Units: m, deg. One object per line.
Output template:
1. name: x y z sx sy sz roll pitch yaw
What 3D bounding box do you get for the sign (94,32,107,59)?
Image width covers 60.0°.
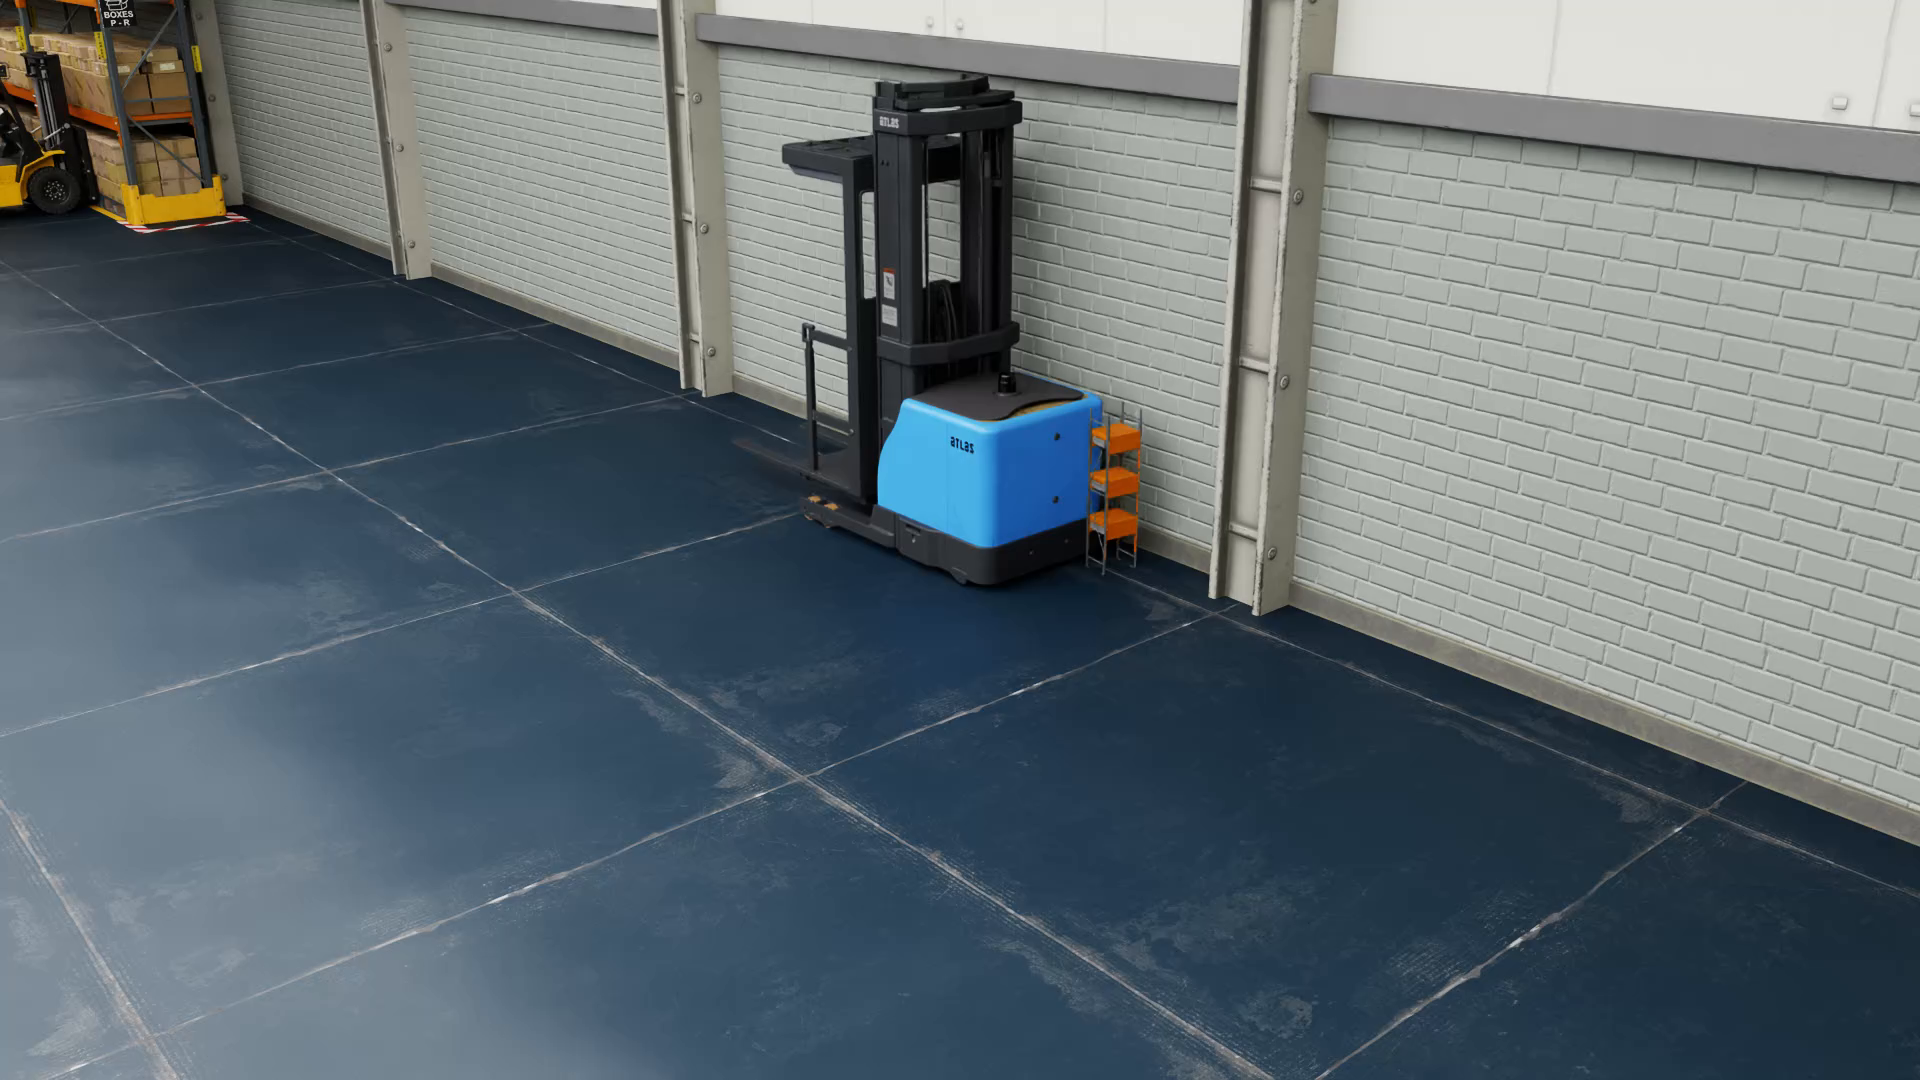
1. sign: -10.646 -6.126 20.600 0.100 0.325 0.005 -17 27 -37

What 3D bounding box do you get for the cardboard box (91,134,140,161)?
1. cardboard box: -11.100 -5.176 21.909 0.500 0.250 0.500 -17 27 -36

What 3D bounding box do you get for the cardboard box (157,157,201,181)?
1. cardboard box: -10.375 -4.930 21.966 0.500 0.250 0.500 -17 27 -36

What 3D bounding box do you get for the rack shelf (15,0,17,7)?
1. rack shelf: -14.142 -8.322 24.991 1.077 0.370 4.000 -17 27 -37

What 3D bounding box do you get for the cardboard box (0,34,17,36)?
1. cardboard box: -14.369 -7.600 25.249 0.380 0.149 0.250 -17 27 -37

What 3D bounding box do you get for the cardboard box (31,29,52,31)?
1. cardboard box: -14.491 -7.936 26.108 0.380 0.149 0.250 -18 28 -38

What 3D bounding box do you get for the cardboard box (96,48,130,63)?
1. cardboard box: -10.804 -6.199 21.263 0.380 0.149 0.250 -17 27 -37

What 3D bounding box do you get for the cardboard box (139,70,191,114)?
1. cardboard box: -10.339 -5.852 21.675 0.500 0.500 0.500 -16 27 -36

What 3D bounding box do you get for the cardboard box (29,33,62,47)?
1. cardboard box: -12.853 -7.036 23.400 0.380 0.149 0.250 -17 27 -36

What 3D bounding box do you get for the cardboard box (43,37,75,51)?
1. cardboard box: -12.351 -6.821 22.852 0.380 0.149 0.250 -17 27 -36

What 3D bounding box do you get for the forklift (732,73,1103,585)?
1. forklift: -0.440 -1.550 10.923 1.130 2.935 3.031 -18 27 -38

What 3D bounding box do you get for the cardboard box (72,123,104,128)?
1. cardboard box: -12.099 -5.601 22.996 0.500 0.250 0.500 -16 27 -36

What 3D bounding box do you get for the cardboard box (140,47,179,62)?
1. cardboard box: -10.283 -6.233 21.351 0.380 0.149 0.250 -18 28 -38

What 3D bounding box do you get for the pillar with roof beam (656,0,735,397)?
1. pillar with roof beam: -5.426 -4.462 10.038 9.100 9.000 0.400 -17 27 -37

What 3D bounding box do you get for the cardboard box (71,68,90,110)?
1. cardboard box: -11.412 -6.009 22.077 0.500 0.500 0.500 -18 28 -38

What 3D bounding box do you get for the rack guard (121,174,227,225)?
1. rack guard: -10.210 -4.432 21.614 1.175 0.500 0.348 -17 27 -37

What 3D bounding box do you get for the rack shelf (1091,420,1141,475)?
1. rack shelf: 0.954 -0.571 10.252 0.240 0.259 0.215 -13 25 -29

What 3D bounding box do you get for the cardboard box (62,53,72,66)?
1. cardboard box: -11.834 -6.473 22.372 0.380 0.149 0.250 -18 28 -38

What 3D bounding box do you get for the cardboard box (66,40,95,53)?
1. cardboard box: -11.776 -6.634 22.375 0.380 0.149 0.250 -17 27 -37

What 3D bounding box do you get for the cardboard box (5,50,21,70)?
1. cardboard box: -13.692 -7.086 24.482 0.500 0.250 0.500 -18 28 -39

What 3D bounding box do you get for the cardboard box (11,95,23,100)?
1. cardboard box: -15.552 -7.365 27.636 0.380 0.149 0.250 -16 26 -35

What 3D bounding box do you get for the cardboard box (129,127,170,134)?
1. cardboard box: -11.043 -5.439 22.581 0.500 0.250 0.500 -18 27 -38

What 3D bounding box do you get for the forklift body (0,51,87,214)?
1. forklift body: -12.845 -5.297 21.558 2.313 2.155 1.214 -17 27 -37

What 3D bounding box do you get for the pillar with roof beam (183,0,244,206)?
1. pillar with roof beam: -13.259 -7.778 18.503 9.100 9.000 0.400 -17 27 -37

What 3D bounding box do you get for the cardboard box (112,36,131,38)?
1. cardboard box: -11.719 -6.898 23.049 0.380 0.149 0.250 -18 28 -38

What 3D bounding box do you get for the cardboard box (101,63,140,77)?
1. cardboard box: -10.664 -5.980 21.112 0.380 0.149 0.250 -17 27 -37

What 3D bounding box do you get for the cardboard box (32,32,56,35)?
1. cardboard box: -14.065 -7.700 25.504 0.380 0.149 0.250 -16 27 -36

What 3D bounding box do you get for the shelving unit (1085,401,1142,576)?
1. shelving unit: 0.954 -0.317 10.352 0.252 1.050 0.215 -13 25 -29

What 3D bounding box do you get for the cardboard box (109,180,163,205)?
1. cardboard box: -10.772 -4.572 21.739 0.500 0.250 0.500 -17 27 -37

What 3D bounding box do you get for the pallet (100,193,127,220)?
1. pallet: -10.756 -4.505 22.197 1.003 0.211 1.213 -17 27 -37

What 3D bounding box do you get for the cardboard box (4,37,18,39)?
1. cardboard box: -13.925 -7.373 24.669 0.380 0.149 0.250 -18 28 -39

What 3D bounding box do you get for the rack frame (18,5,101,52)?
1. rack frame: -12.837 -6.707 23.996 1.000 3.000 0.127 -17 27 -37

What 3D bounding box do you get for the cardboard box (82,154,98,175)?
1. cardboard box: -11.452 -5.089 22.373 0.500 0.250 0.500 -18 28 -39

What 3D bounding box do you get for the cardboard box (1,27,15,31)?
1. cardboard box: -15.082 -8.119 26.575 0.380 0.149 0.250 -16 27 -36

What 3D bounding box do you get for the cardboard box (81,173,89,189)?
1. cardboard box: -11.765 -4.990 22.807 0.500 0.250 0.500 -16 27 -36

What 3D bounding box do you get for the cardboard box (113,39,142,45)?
1. cardboard box: -11.271 -6.667 22.459 0.380 0.149 0.250 -17 27 -37

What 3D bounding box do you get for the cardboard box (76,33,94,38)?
1. cardboard box: -12.267 -7.099 23.562 0.380 0.149 0.250 -18 28 -39

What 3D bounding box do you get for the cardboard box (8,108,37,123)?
1. cardboard box: -14.179 -6.362 25.795 0.875 0.625 0.625 -19 28 -40

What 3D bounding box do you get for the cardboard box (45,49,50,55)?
1. cardboard box: -12.362 -6.683 22.907 0.380 0.149 0.250 -17 27 -36

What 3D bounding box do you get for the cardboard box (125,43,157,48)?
1. cardboard box: -10.762 -6.455 21.917 0.380 0.149 0.250 -17 27 -37

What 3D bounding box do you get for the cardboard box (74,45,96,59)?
1. cardboard box: -11.355 -6.397 21.769 0.380 0.149 0.250 -17 27 -36

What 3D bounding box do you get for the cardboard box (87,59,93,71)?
1. cardboard box: -11.130 -6.201 21.676 0.380 0.149 0.250 -18 27 -38

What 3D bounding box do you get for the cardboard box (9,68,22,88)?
1. cardboard box: -13.696 -6.852 24.571 0.500 0.250 0.500 -18 27 -38
